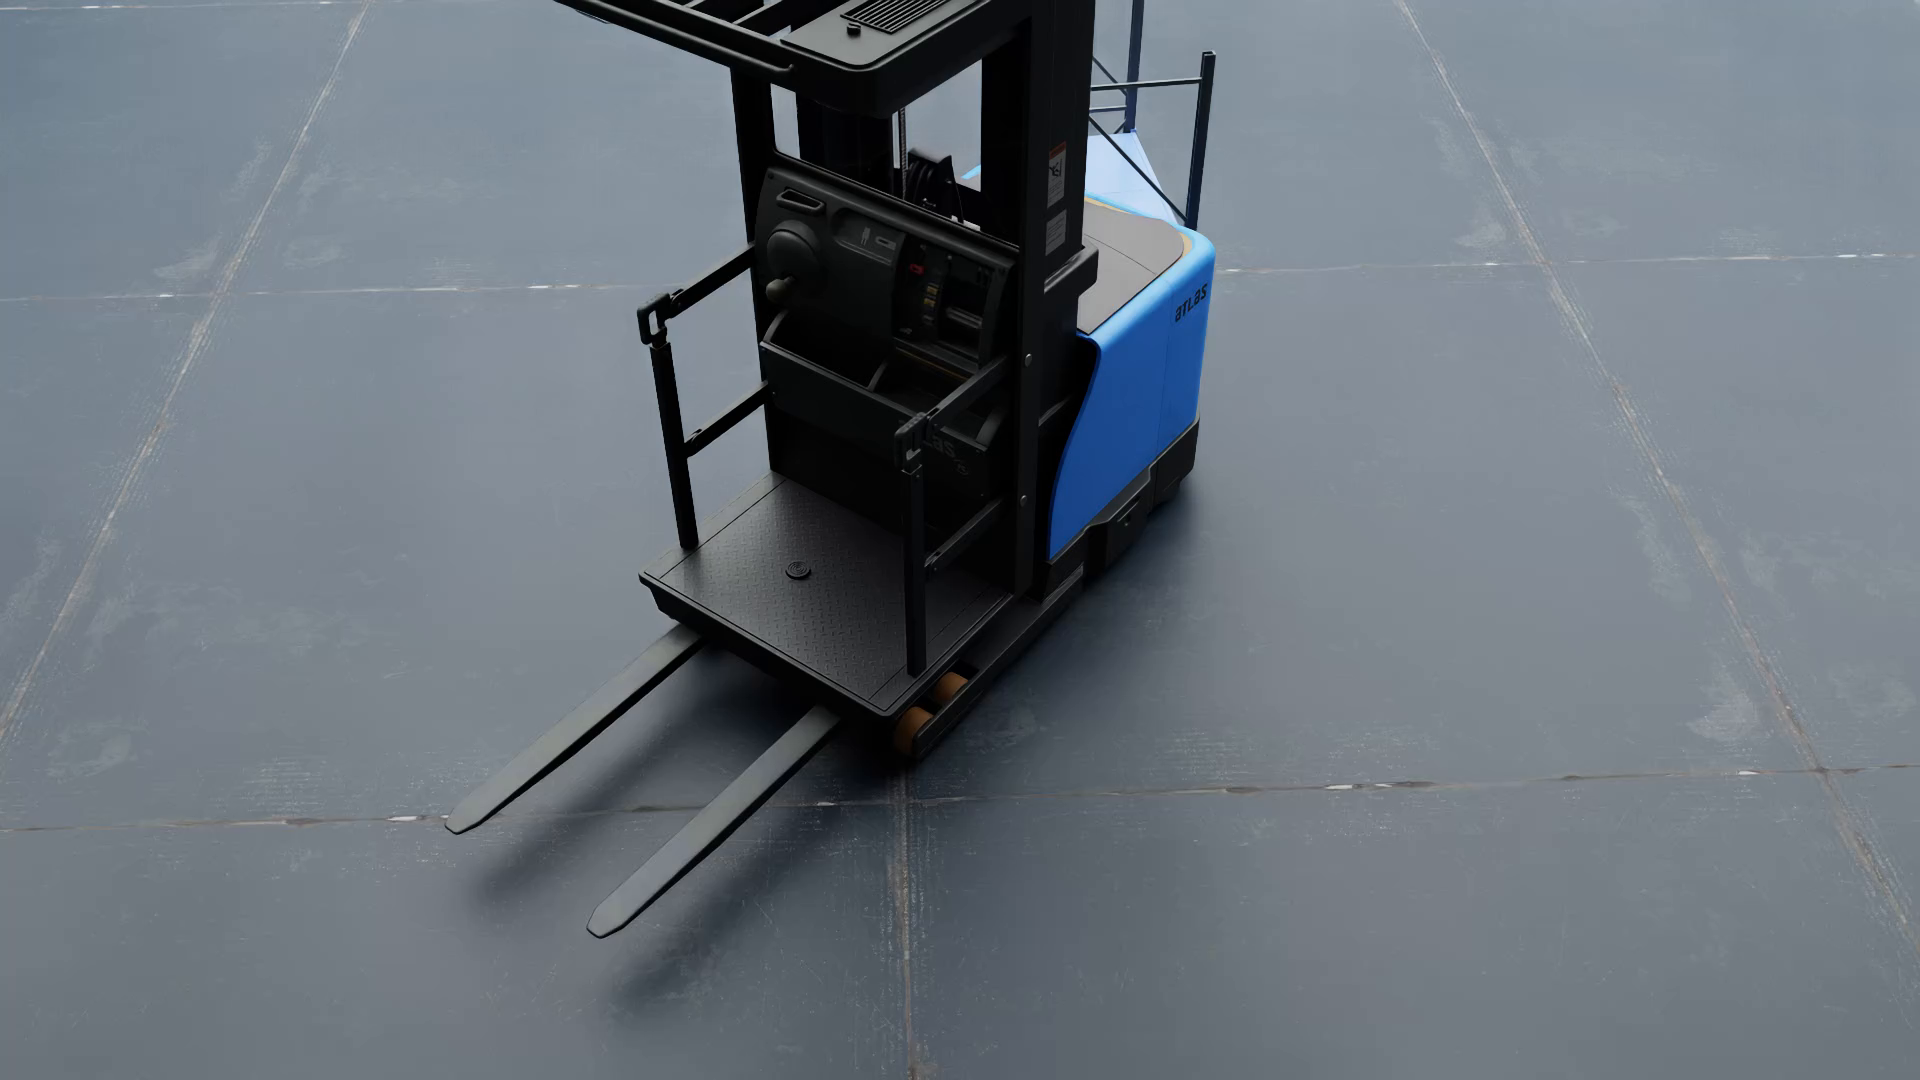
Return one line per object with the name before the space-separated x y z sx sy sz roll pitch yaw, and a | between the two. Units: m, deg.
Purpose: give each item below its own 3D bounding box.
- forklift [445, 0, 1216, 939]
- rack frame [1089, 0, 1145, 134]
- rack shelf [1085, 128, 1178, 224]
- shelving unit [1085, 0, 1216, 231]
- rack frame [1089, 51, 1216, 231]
forklift | -0.374 -0.744 4.892 1.130 2.935 3.031 27 49 26
rack frame | 0.509 -1.838 7.146 0.500 1.500 0.032 -6 43 -6
rack shelf | 0.586 -1.366 6.897 0.538 0.185 1.000 -6 43 -6
shelving unit | 0.586 -1.499 6.775 0.538 1.500 1.048 -6 43 -6
rack frame | 0.662 -1.159 6.405 0.500 1.500 0.032 -6 43 -6
